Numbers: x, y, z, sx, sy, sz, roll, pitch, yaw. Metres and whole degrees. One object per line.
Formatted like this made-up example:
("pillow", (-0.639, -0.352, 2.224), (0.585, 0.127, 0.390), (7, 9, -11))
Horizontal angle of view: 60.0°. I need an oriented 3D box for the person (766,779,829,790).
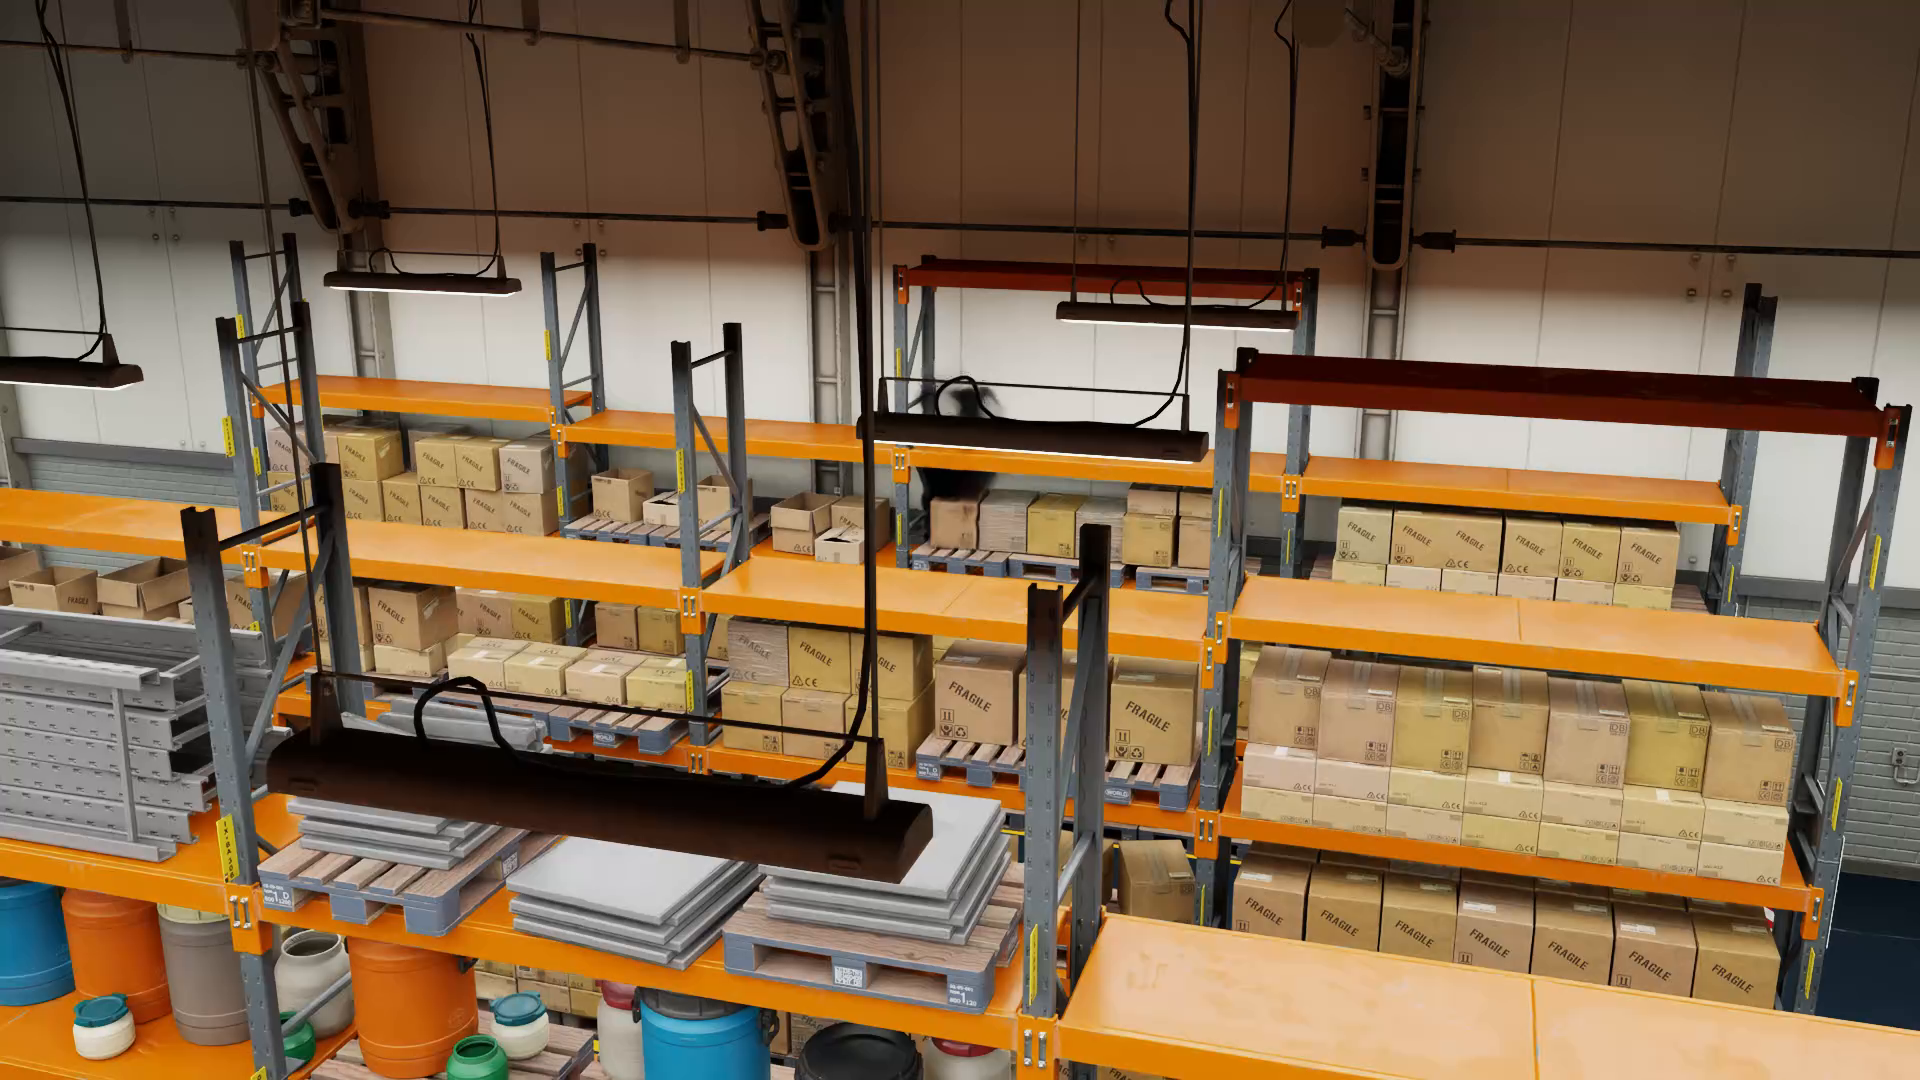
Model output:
("person", (-1.529, 2.734, 16.272), (0.847, 1.688, 0.589), (3, 16, 11))
